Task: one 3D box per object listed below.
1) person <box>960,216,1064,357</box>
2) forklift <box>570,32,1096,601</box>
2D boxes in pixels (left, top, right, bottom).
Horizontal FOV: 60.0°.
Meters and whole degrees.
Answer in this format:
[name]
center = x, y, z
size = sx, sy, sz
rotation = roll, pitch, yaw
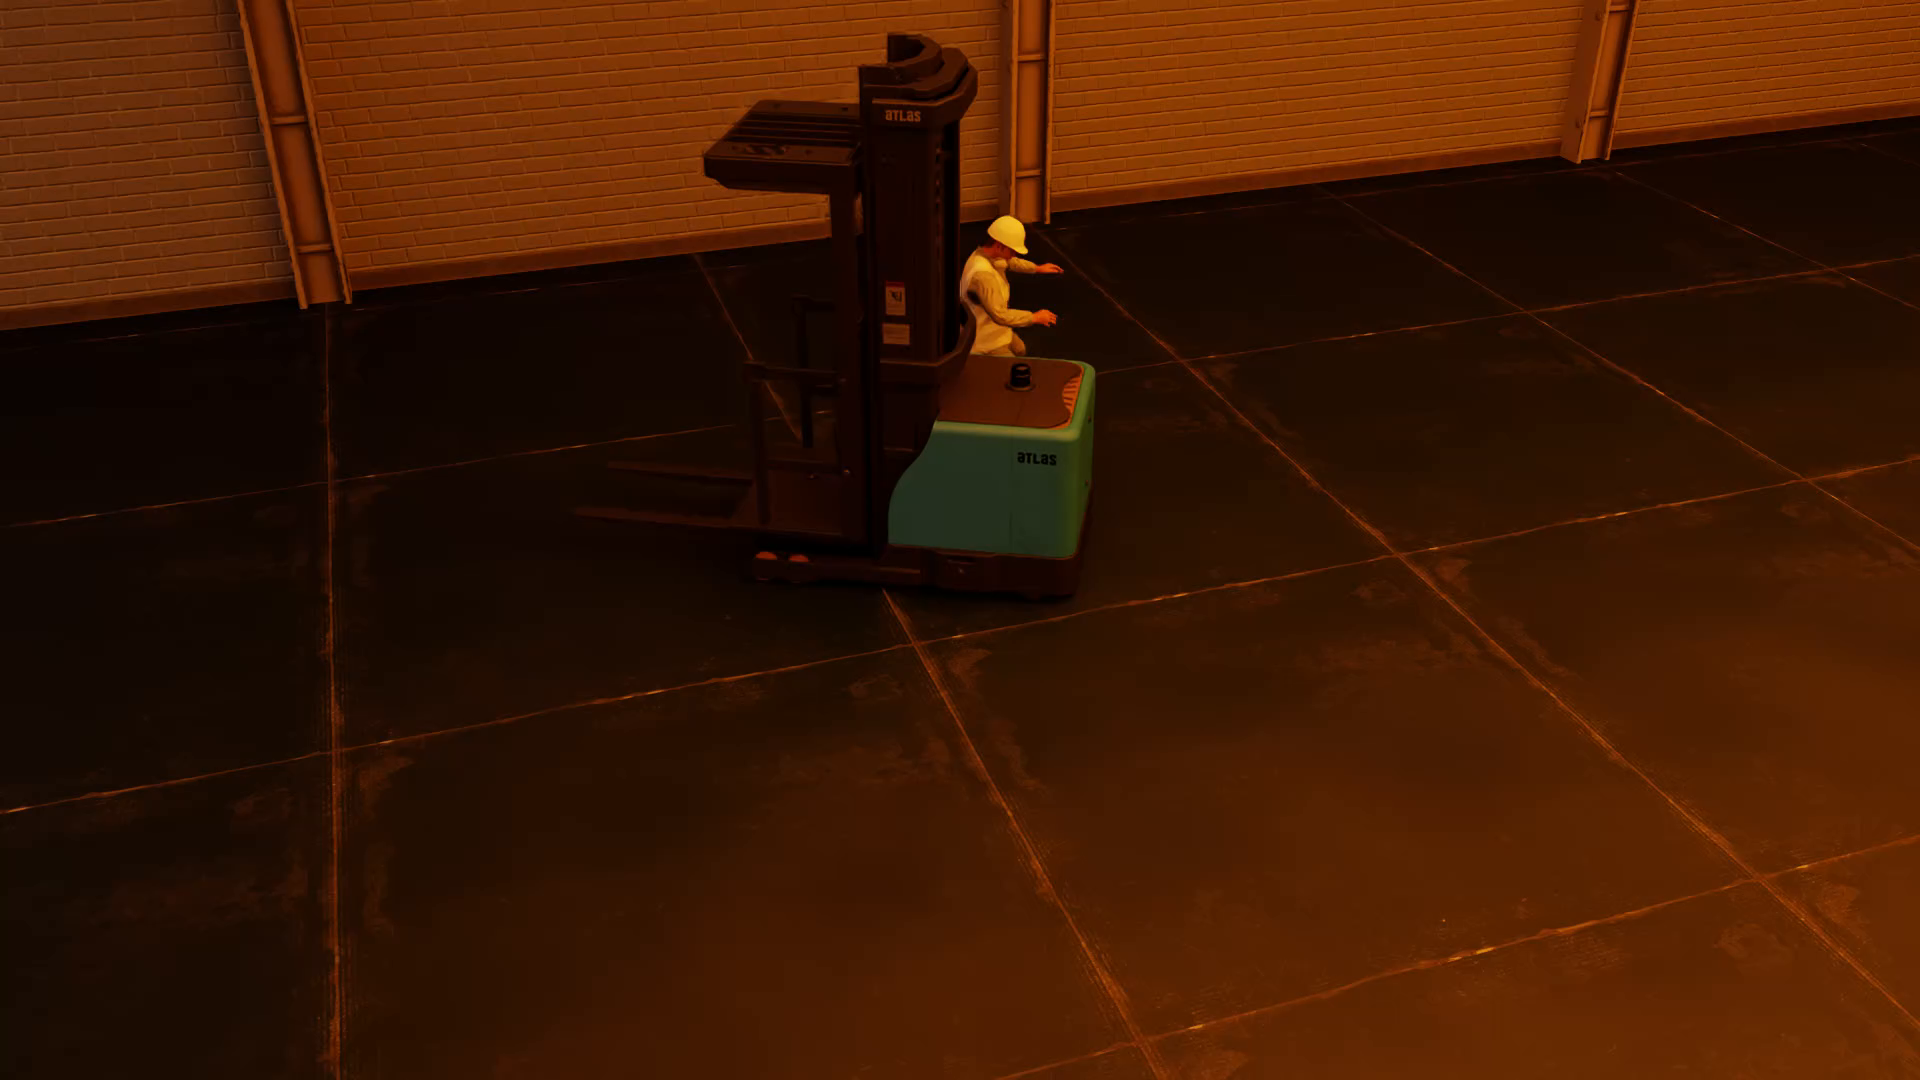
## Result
[person]
center = 0.342, -1.382, 10.873
size = 0.727, 1.552, 1.271
rotation = 1, 30, 2
[forklift]
center = -0.763, -1.271, 9.296
size = 3.031, 2.935, 1.130
rotation = 5, 30, 8
